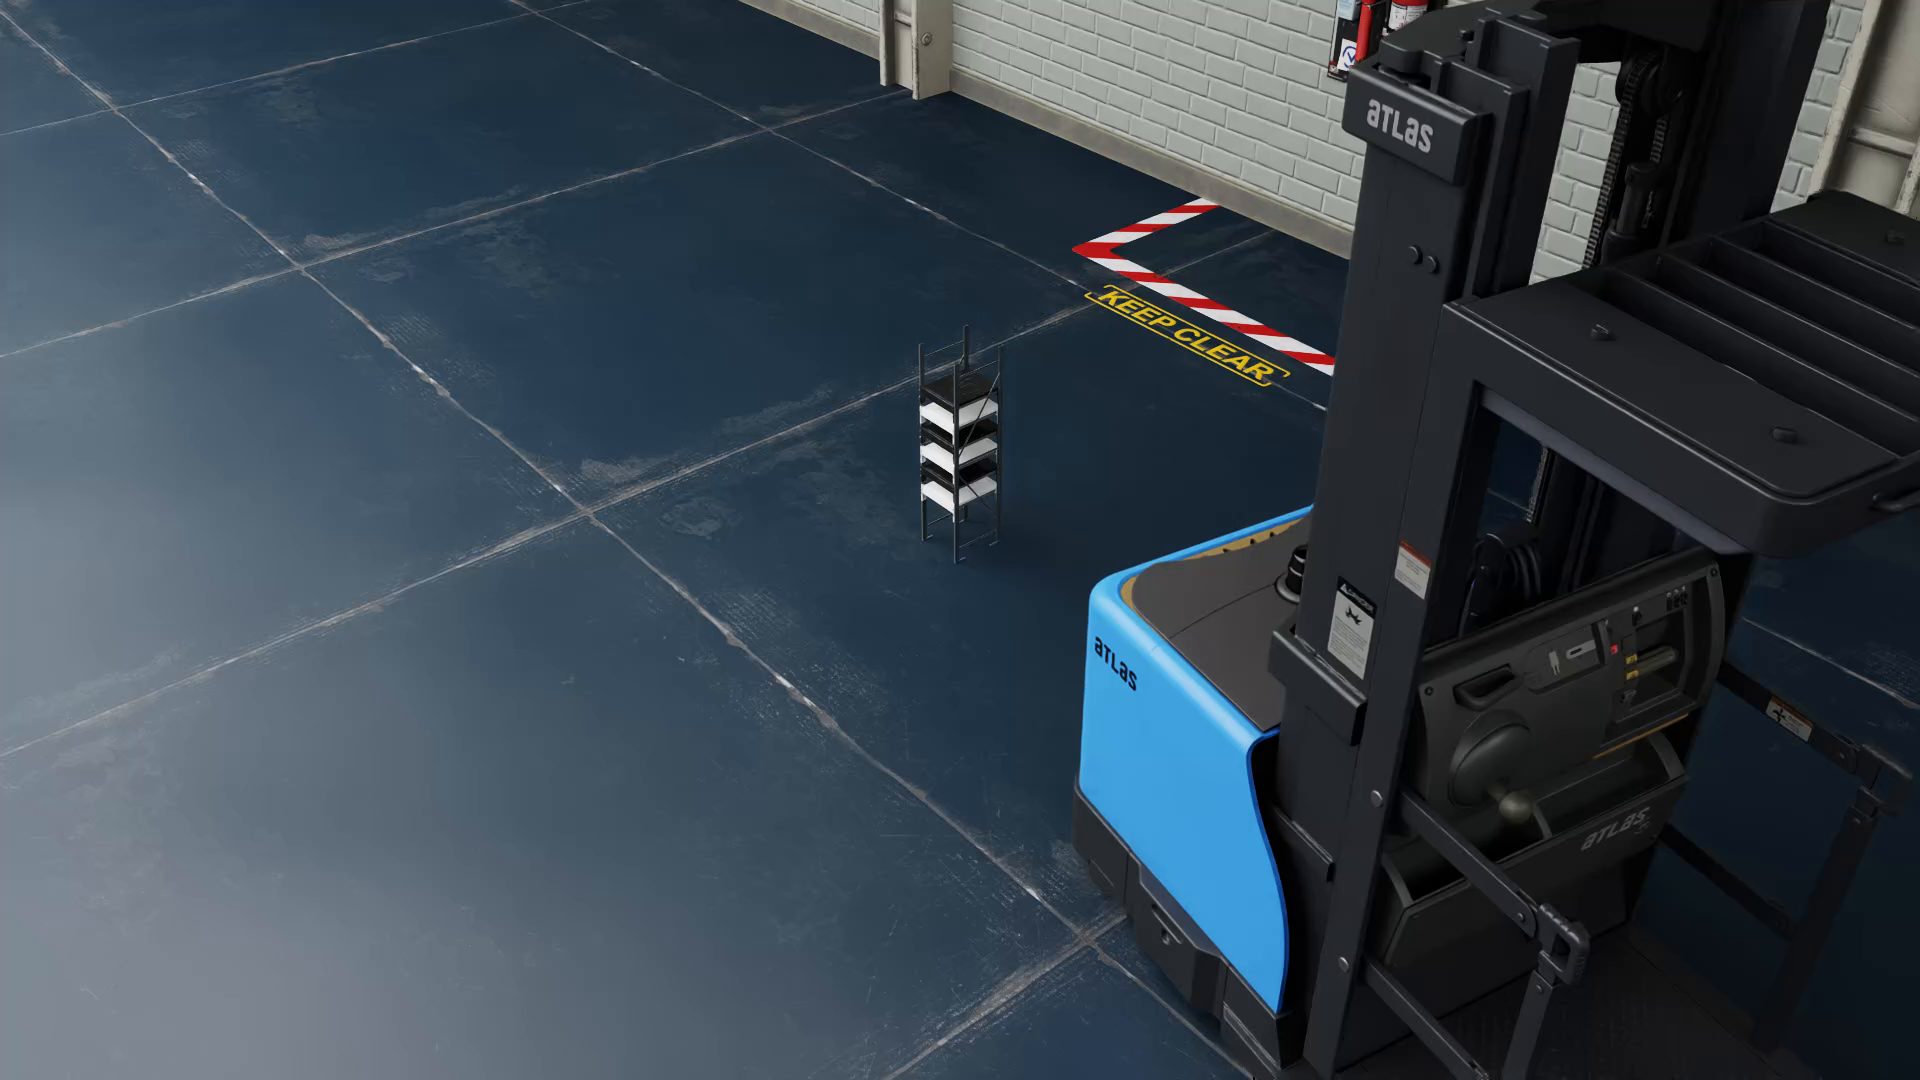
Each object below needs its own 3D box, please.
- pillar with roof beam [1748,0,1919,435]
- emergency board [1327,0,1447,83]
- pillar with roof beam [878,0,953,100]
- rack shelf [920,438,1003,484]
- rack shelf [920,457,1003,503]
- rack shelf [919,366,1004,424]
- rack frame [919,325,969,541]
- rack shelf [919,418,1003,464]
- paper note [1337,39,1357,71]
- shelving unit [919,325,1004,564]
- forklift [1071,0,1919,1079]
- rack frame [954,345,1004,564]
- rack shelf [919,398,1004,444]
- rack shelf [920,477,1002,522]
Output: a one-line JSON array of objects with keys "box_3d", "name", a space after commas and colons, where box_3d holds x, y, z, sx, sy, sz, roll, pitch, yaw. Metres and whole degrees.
[{"box_3d": [0.298, -2.413, 2.372, 9.100, 9.000, 0.400, -26, 43, -32], "name": "pillar with roof beam"}, {"box_3d": [2.021, -2.676, 7.933, 0.194, 1.169, 0.643, -26, 43, -32], "name": "emergency board"}, {"box_3d": [-3.574, -5.062, 6.112, 9.100, 9.000, 0.400, -26, 43, -32], "name": "pillar with roof beam"}, {"box_3d": [0.005, -0.336, 6.504, 0.258, 0.077, 0.200, -26, 43, -32], "name": "rack shelf"}, {"box_3d": [0.005, -0.263, 6.556, 0.258, 0.077, 0.200, -26, 43, -32], "name": "rack shelf"}, {"box_3d": [0.005, -0.557, 6.348, 0.258, 0.077, 0.200, -26, 43, -32], "name": "rack shelf"}, {"box_3d": [-0.060, -0.409, 6.548, 0.240, 0.900, 0.006, -26, 43, -32], "name": "rack frame"}, {"box_3d": [0.005, -0.410, 6.452, 0.258, 0.077, 0.200, -26, 43, -32], "name": "rack shelf"}, {"box_3d": [1.959, -2.421, 8.335, 0.016, 0.148, 0.142, -26, 43, -32], "name": "paper note"}, {"box_3d": [0.005, -0.364, 6.485, 0.258, 0.900, 0.210, -26, 43, -32], "name": "shelving unit"}, {"box_3d": [1.509, 0.406, 3.641, 1.130, 2.935, 3.031, -18, 39, -23], "name": "forklift"}, {"box_3d": [0.071, -0.319, 6.421, 0.240, 0.900, 0.006, -26, 43, -32], "name": "rack frame"}, {"box_3d": [0.005, -0.483, 6.400, 0.258, 0.077, 0.200, -26, 43, -32], "name": "rack shelf"}, {"box_3d": [0.005, -0.190, 6.608, 0.258, 0.077, 0.200, -26, 43, -32], "name": "rack shelf"}]
